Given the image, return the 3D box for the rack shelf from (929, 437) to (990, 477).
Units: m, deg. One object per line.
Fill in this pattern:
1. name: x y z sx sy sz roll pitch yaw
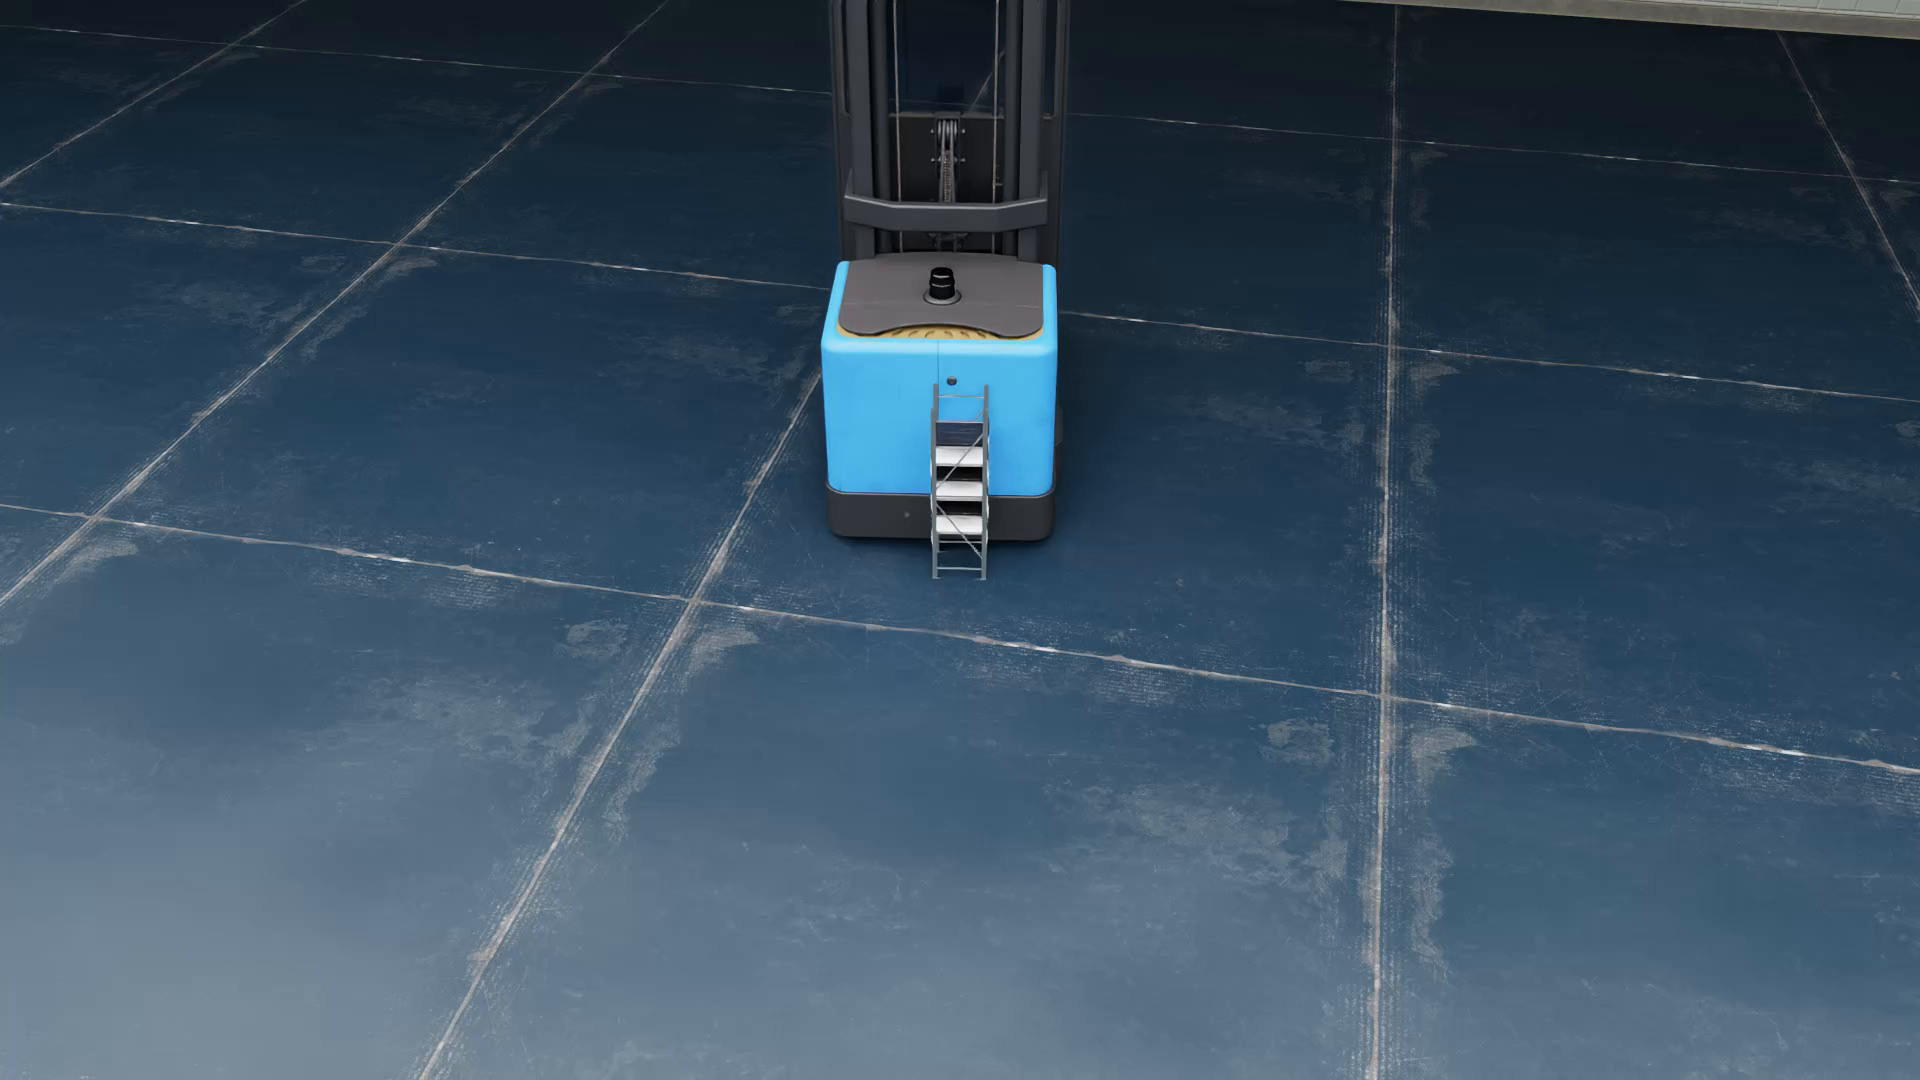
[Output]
1. rack shelf: 0.001 -0.364 7.236 0.258 0.077 0.200 1 36 2

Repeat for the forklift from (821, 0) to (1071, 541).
1. forklift: -0.038 -2.022 8.042 1.130 2.935 3.031 1 36 2

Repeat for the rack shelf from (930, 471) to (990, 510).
1. rack shelf: 0.001 -0.219 7.341 0.258 0.077 0.200 1 36 2

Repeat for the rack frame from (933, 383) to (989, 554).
1. rack frame: 0.004 -0.305 7.404 0.240 0.900 0.006 1 36 2

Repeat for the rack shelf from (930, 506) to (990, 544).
1. rack shelf: 0.001 -0.073 7.447 0.258 0.077 0.200 1 36 2

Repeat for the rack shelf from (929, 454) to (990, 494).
1. rack shelf: 0.001 -0.291 7.289 0.258 0.077 0.200 1 36 2

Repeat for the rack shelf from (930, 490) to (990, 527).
1. rack shelf: 0.001 -0.146 7.394 0.258 0.077 0.200 1 36 2

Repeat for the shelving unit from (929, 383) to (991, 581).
1. shelving unit: 0.001 -0.245 7.322 0.258 0.900 0.210 1 36 2

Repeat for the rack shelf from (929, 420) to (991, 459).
1. rack shelf: 0.001 -0.437 7.183 0.258 0.077 0.200 1 36 2

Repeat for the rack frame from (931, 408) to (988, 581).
1. rack frame: -0.003 -0.186 7.240 0.240 0.900 0.006 1 36 2
